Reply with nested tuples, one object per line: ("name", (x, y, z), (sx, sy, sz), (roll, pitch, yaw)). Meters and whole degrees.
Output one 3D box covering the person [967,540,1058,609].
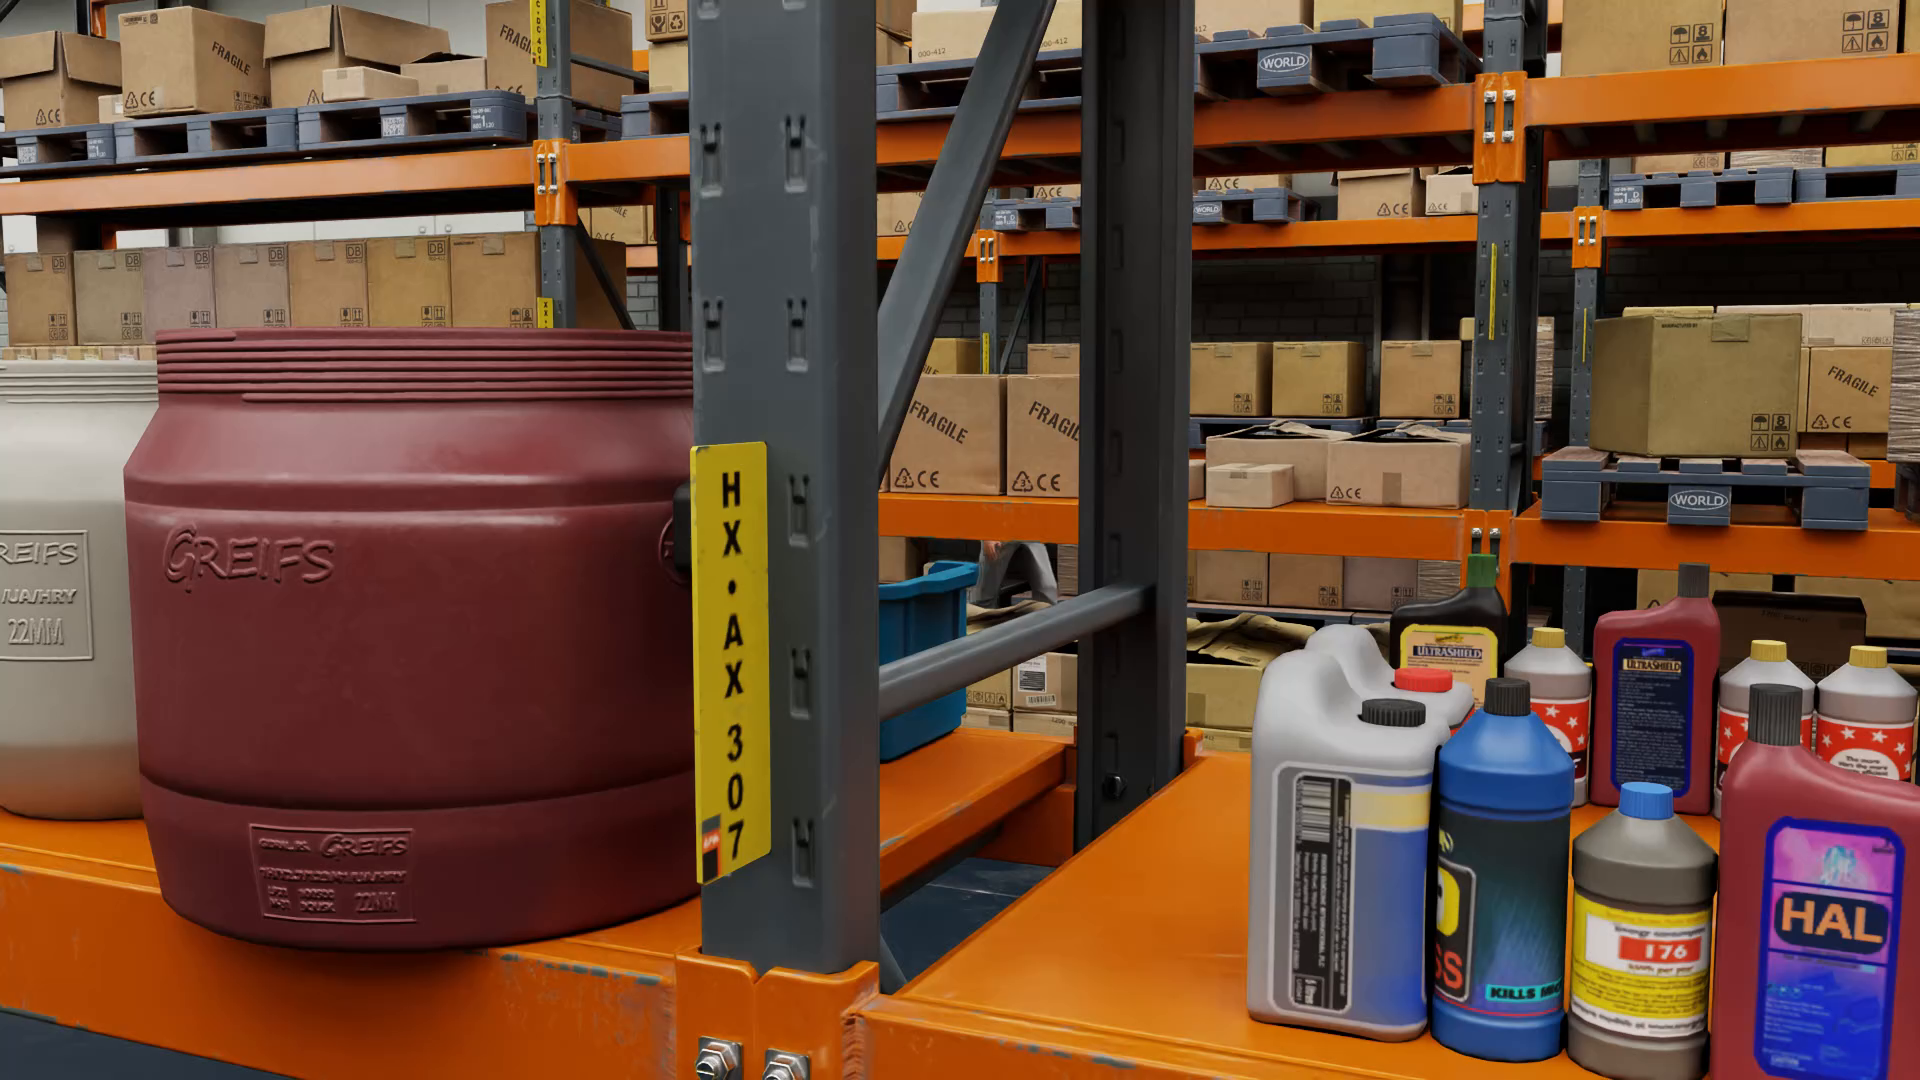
("person", (0.274, -0.023, 10.087), (0.515, 1.639, 0.800), (-4, 7, -34))
